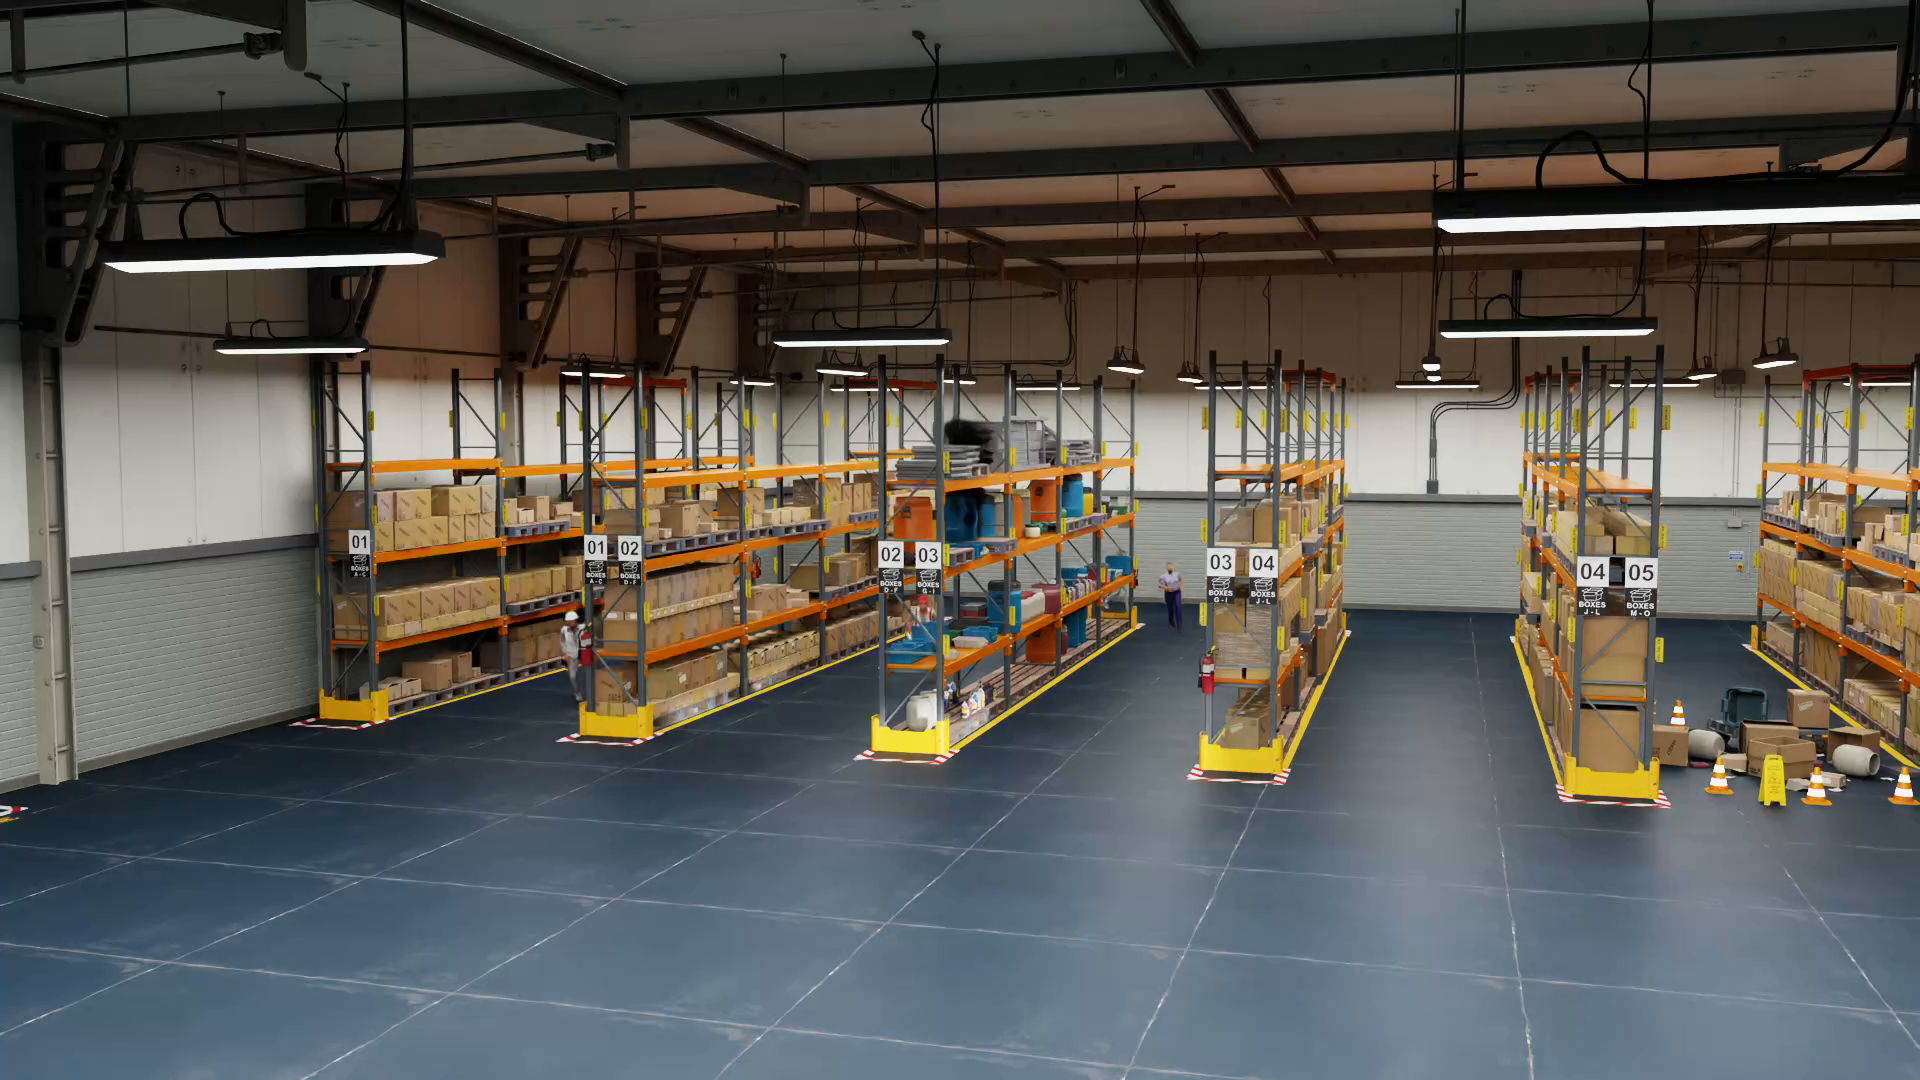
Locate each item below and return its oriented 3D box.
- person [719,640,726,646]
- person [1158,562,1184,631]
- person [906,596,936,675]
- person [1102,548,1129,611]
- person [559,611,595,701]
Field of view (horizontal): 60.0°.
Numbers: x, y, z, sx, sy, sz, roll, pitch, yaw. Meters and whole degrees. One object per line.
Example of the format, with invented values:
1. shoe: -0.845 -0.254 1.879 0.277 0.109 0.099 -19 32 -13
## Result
1. person: -5.023 1.654 34.968 0.684 1.709 0.698 0 4 0
2. person: 5.082 1.346 40.019 0.642 1.624 0.857 0 4 -4
3. person: -0.691 1.805 31.338 0.663 1.568 0.731 0 4 1
4. person: 4.169 1.055 43.536 0.906 1.697 0.609 2 5 26
5. person: -6.822 2.055 29.750 0.668 1.643 0.880 -1 4 -14
